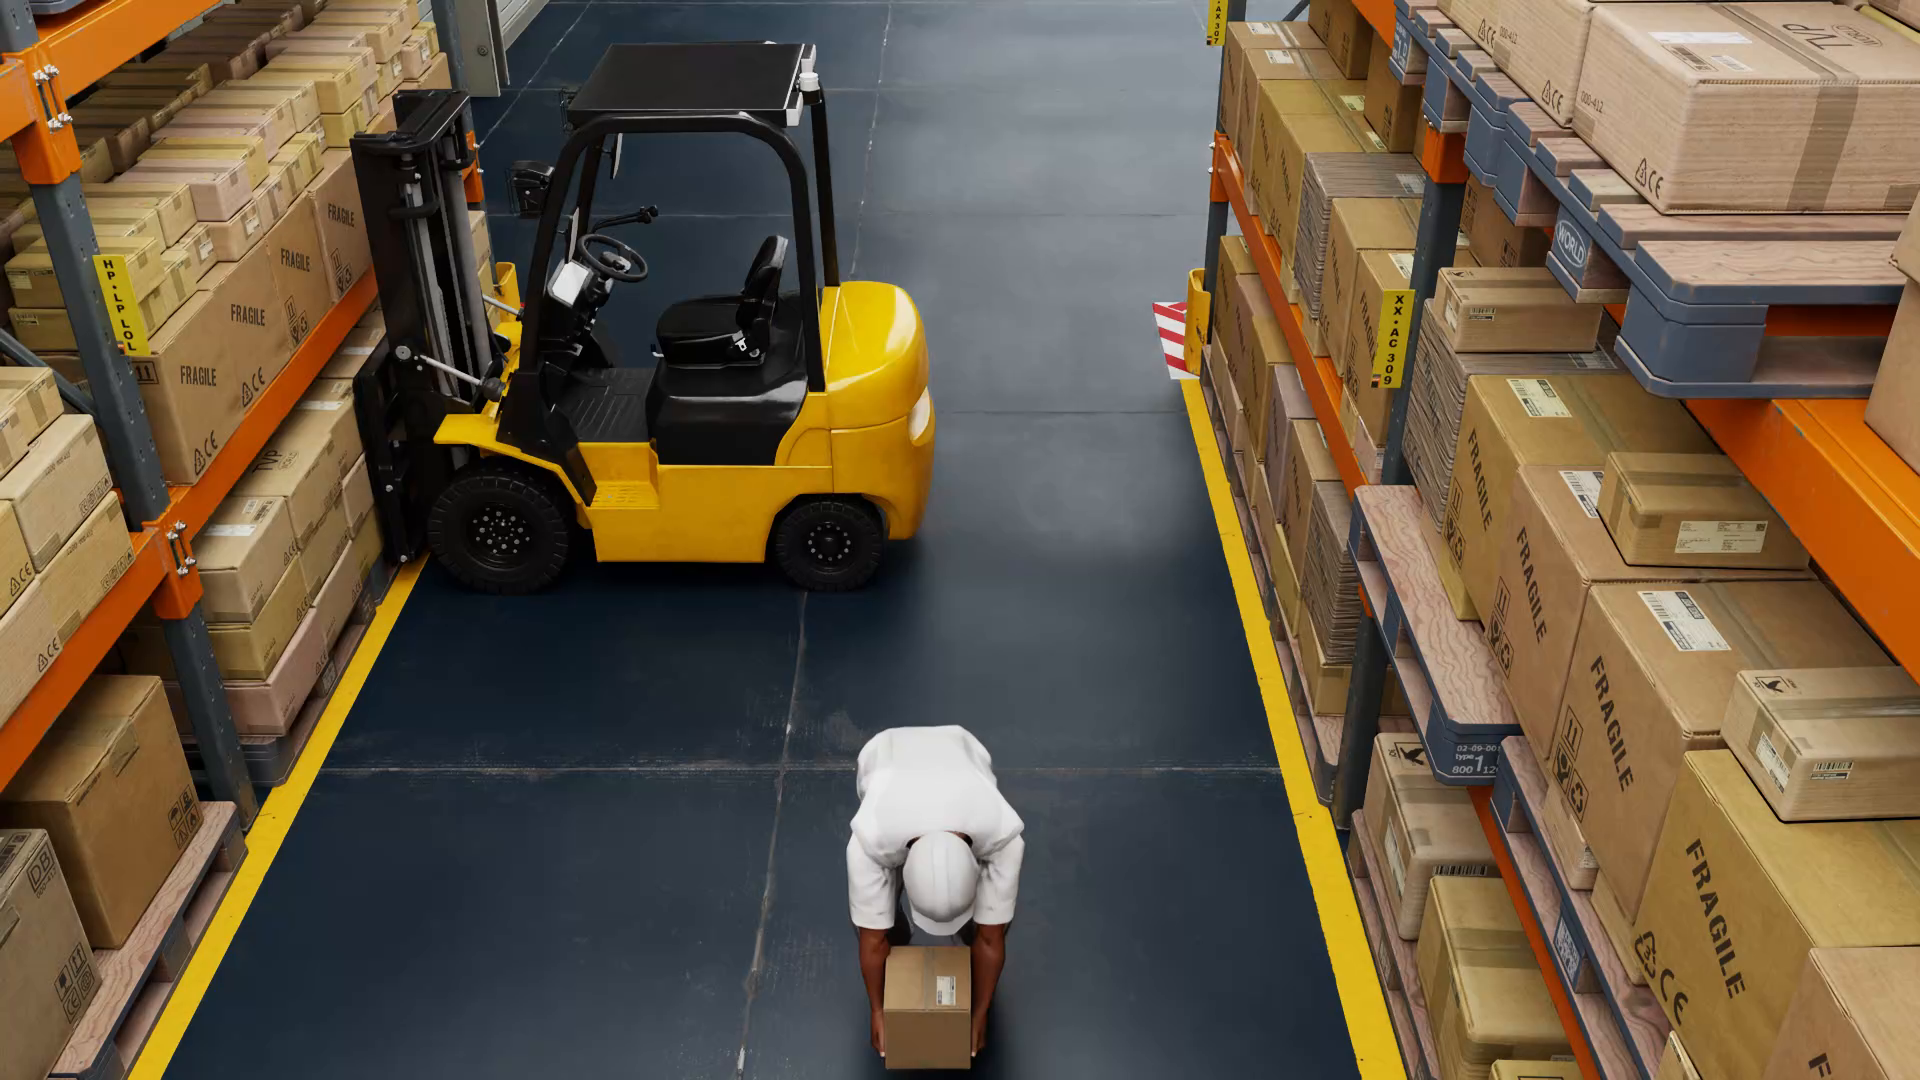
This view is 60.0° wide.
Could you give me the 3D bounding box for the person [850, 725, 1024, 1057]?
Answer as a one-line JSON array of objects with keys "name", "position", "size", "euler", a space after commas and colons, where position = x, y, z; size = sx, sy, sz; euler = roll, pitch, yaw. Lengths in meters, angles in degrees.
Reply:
[{"name": "person", "position": [-0.072, 0.986, 5.037], "size": [0.506, 0.824, 0.956], "euler": [-1, 31, -2]}]
